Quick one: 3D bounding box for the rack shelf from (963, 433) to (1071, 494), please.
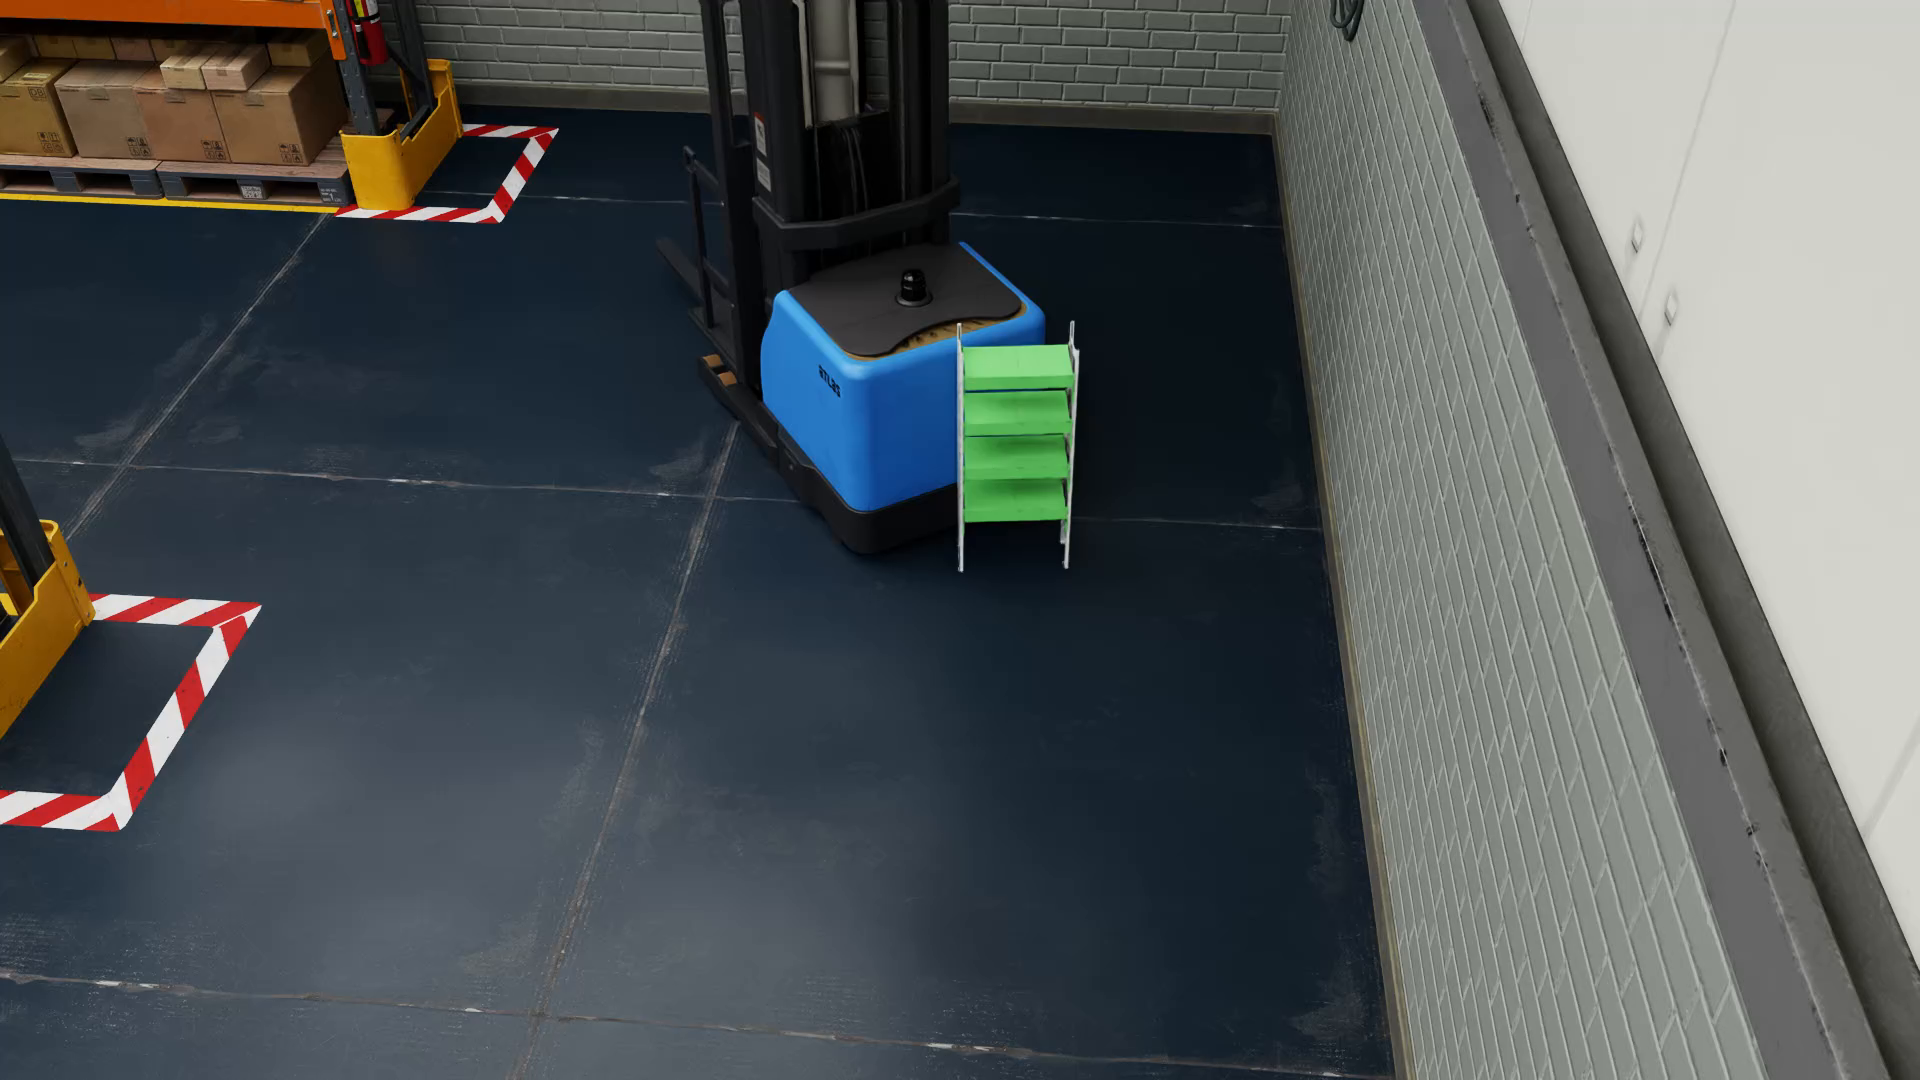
[{"bbox_3d":[0.246,-0.349,7.500,0.480,0.148,0.258,-2,39,-2],"label":"rack shelf"}]

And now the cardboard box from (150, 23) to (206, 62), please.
[{"bbox_3d":[-4.936,-3.190,10.597,0.250,0.149,0.380,3,39,4],"label":"cardboard box"}]

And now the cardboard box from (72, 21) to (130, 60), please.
[{"bbox_3d":[-5.445,-3.217,10.630,0.250,0.149,0.380,4,39,4],"label":"cardboard box"}]

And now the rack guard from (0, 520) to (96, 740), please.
[{"bbox_3d":[-4.117,0.471,6.945,0.348,0.500,1.175,3,39,4],"label":"rack guard"}]

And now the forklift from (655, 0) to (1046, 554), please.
[{"bbox_3d":[-0.754,-1.988,8.042,1.130,2.935,3.031,-19,43,-22],"label":"forklift"}]

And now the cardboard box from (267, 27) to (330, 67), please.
[{"bbox_3d":[-4.182,-3.149,10.546,0.250,0.149,0.380,3,39,4],"label":"cardboard box"}]

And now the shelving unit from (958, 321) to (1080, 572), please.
[{"bbox_3d":[0.246,-0.399,7.460,0.503,1.200,0.258,-2,39,-2],"label":"shelving unit"}]

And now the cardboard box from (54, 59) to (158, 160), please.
[{"bbox_3d":[-5.324,-2.832,10.672,0.500,0.500,0.700,2,39,2],"label":"cardboard box"}]

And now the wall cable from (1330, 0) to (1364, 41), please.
[{"bbox_3d":[1.986,-4.199,8.411,0.112,2.526,3.097,3,39,4],"label":"wall cable"}]

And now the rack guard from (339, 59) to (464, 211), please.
[{"bbox_3d":[-3.594,-2.639,10.766,0.348,0.500,1.175,3,39,4],"label":"rack guard"}]

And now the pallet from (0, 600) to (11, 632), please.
[{"bbox_3d":[-4.912,0.541,7.089,1.213,0.211,1.003,3,39,4],"label":"pallet"}]

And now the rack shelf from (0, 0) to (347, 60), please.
[{"bbox_3d":[-5.611,-3.440,10.340,4.000,0.370,1.077,3,39,4],"label":"rack shelf"}]

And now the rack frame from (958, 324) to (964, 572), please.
[{"bbox_3d":[0.003,-0.392,7.451,0.015,1.200,0.240,-2,39,-2],"label":"rack frame"}]

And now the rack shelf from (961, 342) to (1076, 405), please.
[{"bbox_3d":[0.246,-0.721,7.197,0.480,0.148,0.258,-2,39,-2],"label":"rack shelf"}]

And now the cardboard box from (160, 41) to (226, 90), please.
[{"bbox_3d":[-4.722,-2.936,10.285,0.250,0.149,0.380,4,39,5],"label":"cardboard box"}]

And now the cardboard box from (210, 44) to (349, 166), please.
[{"bbox_3d":[-4.324,-2.778,10.605,0.500,0.500,0.700,3,39,4],"label":"cardboard box"}]

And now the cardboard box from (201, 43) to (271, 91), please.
[{"bbox_3d":[-4.468,-2.922,10.268,0.250,0.149,0.380,3,39,3],"label":"cardboard box"}]

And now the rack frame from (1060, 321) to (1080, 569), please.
[{"bbox_3d":[0.490,-0.406,7.468,0.015,1.200,0.240,-2,39,-2],"label":"rack frame"}]

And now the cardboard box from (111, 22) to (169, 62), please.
[{"bbox_3d":[-5.190,-3.203,10.613,0.250,0.149,0.380,4,39,4],"label":"cardboard box"}]

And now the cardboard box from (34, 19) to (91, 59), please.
[{"bbox_3d":[-5.698,-3.231,10.647,0.250,0.149,0.380,2,39,3],"label":"cardboard box"}]

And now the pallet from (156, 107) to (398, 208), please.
[{"bbox_3d":[-4.421,-2.522,10.852,1.213,0.211,1.003,3,39,4],"label":"pallet"}]

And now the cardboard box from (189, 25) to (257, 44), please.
[{"bbox_3d":[-4.687,-3.176,10.580,0.250,0.149,0.380,3,39,4],"label":"cardboard box"}]

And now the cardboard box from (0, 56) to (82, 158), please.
[{"bbox_3d":[-5.855,-2.857,10.702,0.500,0.500,0.700,4,39,5],"label":"cardboard box"}]

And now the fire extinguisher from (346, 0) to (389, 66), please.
[{"bbox_3d":[-3.508,-3.137,9.754,0.183,0.674,0.296,3,39,4],"label":"fire extinguisher"}]

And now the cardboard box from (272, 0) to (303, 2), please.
[{"bbox_3d":[-4.127,-3.747,9.911,0.700,0.700,0.980,5,39,6],"label":"cardboard box"}]

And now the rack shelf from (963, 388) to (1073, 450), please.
[{"bbox_3d":[0.246,-0.535,7.348,0.480,0.148,0.258,-2,39,-2],"label":"rack shelf"}]

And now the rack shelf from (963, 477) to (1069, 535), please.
[{"bbox_3d":[0.246,-0.163,7.652,0.480,0.148,0.258,-2,39,-2],"label":"rack shelf"}]

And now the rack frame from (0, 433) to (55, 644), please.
[{"bbox_3d":[-4.042,-0.494,6.151,0.127,3.000,1.000,3,39,4],"label":"rack frame"}]

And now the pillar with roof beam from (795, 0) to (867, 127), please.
[{"bbox_3d":[-1.225,-3.626,5.247,0.400,9.000,9.100,3,39,4],"label":"pillar with roof beam"}]

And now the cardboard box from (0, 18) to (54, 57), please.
[{"bbox_3d":[-5.955,-3.244,10.664,0.250,0.149,0.380,4,39,4],"label":"cardboard box"}]

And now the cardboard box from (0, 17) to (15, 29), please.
[{"bbox_3d":[-6.206,-3.259,10.681,0.250,0.149,0.380,2,39,2],"label":"cardboard box"}]

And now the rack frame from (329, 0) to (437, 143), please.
[{"bbox_3d":[-3.618,-3.610,9.979,0.127,3.000,1.000,3,39,4],"label":"rack frame"}]

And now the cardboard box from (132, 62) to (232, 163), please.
[{"bbox_3d":[-4.822,-2.805,10.639,0.500,0.500,0.700,3,39,4],"label":"cardboard box"}]

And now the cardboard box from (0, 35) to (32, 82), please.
[{"bbox_3d":[-6.021,-3.006,10.370,0.250,0.149,0.380,2,39,3],"label":"cardboard box"}]

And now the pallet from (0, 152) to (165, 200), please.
[{"bbox_3d":[-5.633,-2.591,10.936,1.213,0.211,1.003,3,39,4],"label":"pallet"}]
